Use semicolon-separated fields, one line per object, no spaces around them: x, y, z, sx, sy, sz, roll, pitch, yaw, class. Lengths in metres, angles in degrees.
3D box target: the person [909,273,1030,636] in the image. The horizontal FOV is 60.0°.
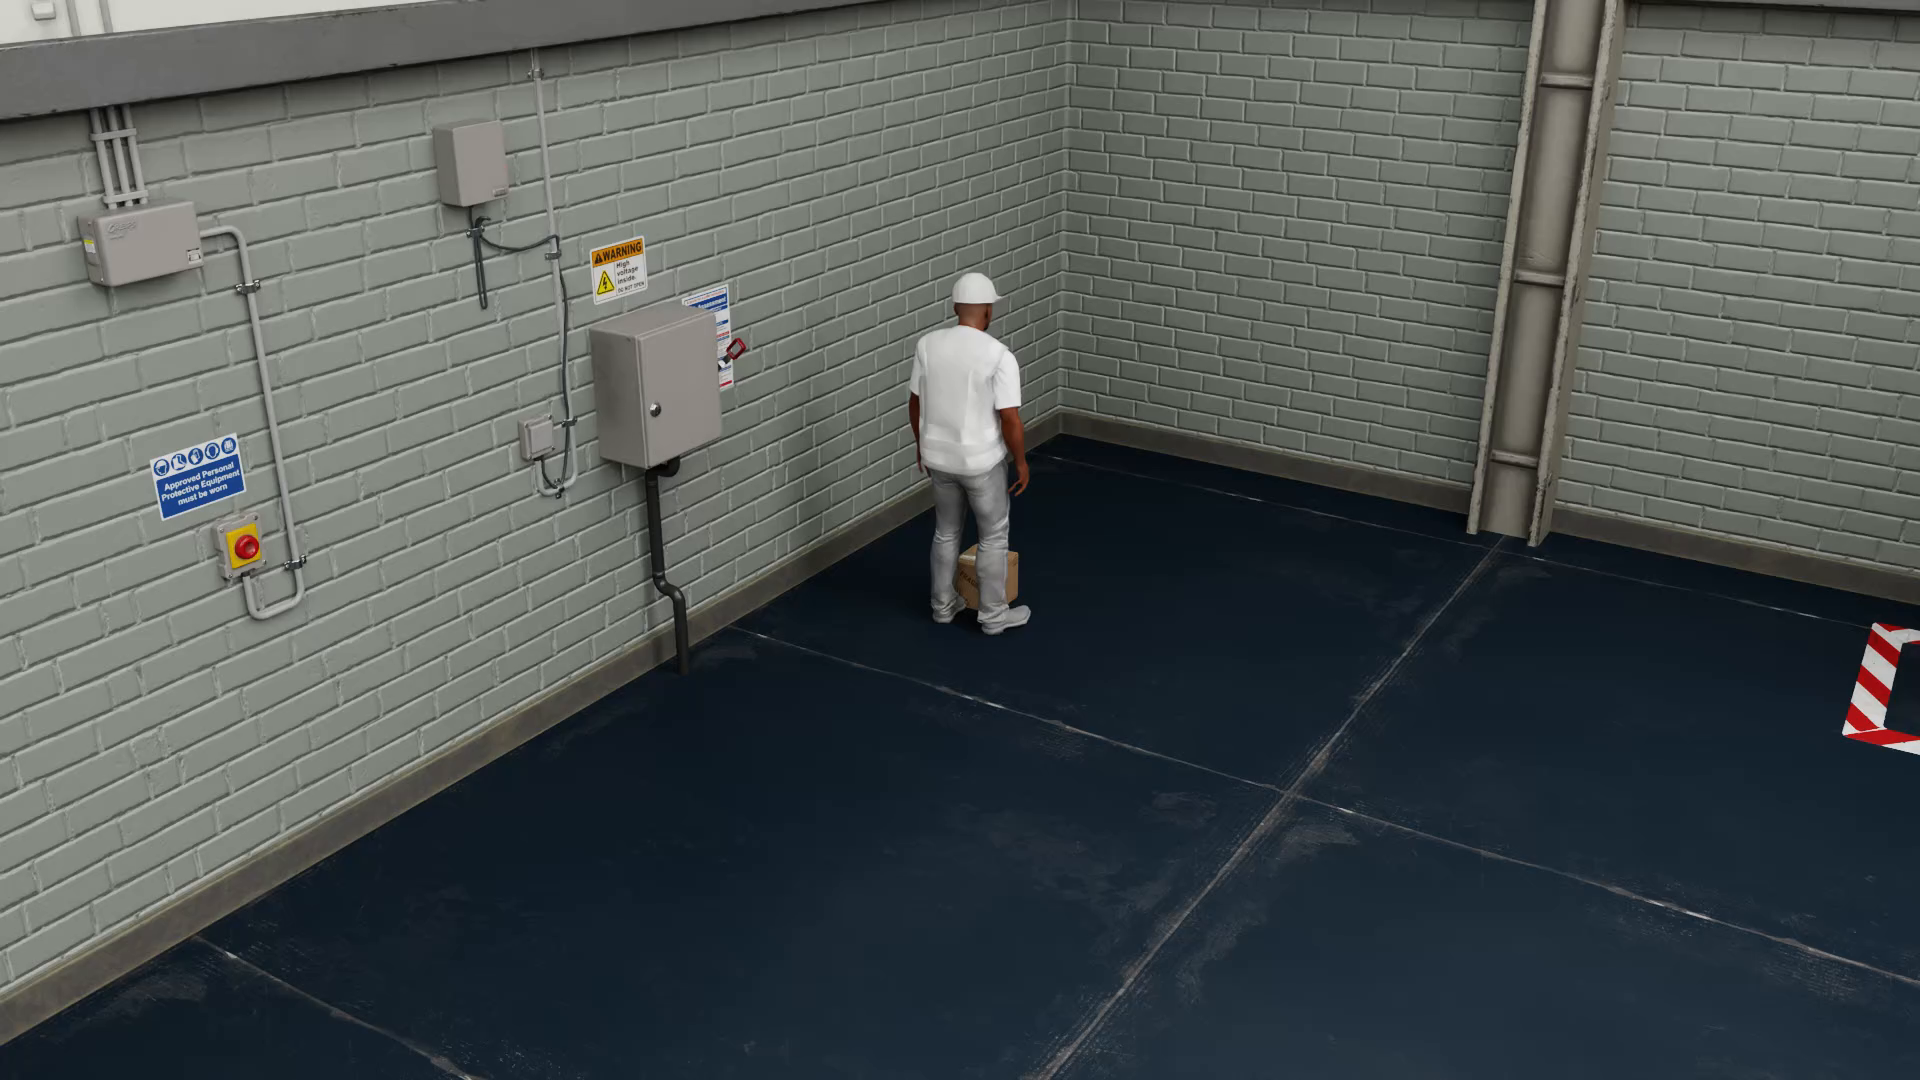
0.049;-0.413;8.046;0.627;1.761;0.459;14;27;29;person
